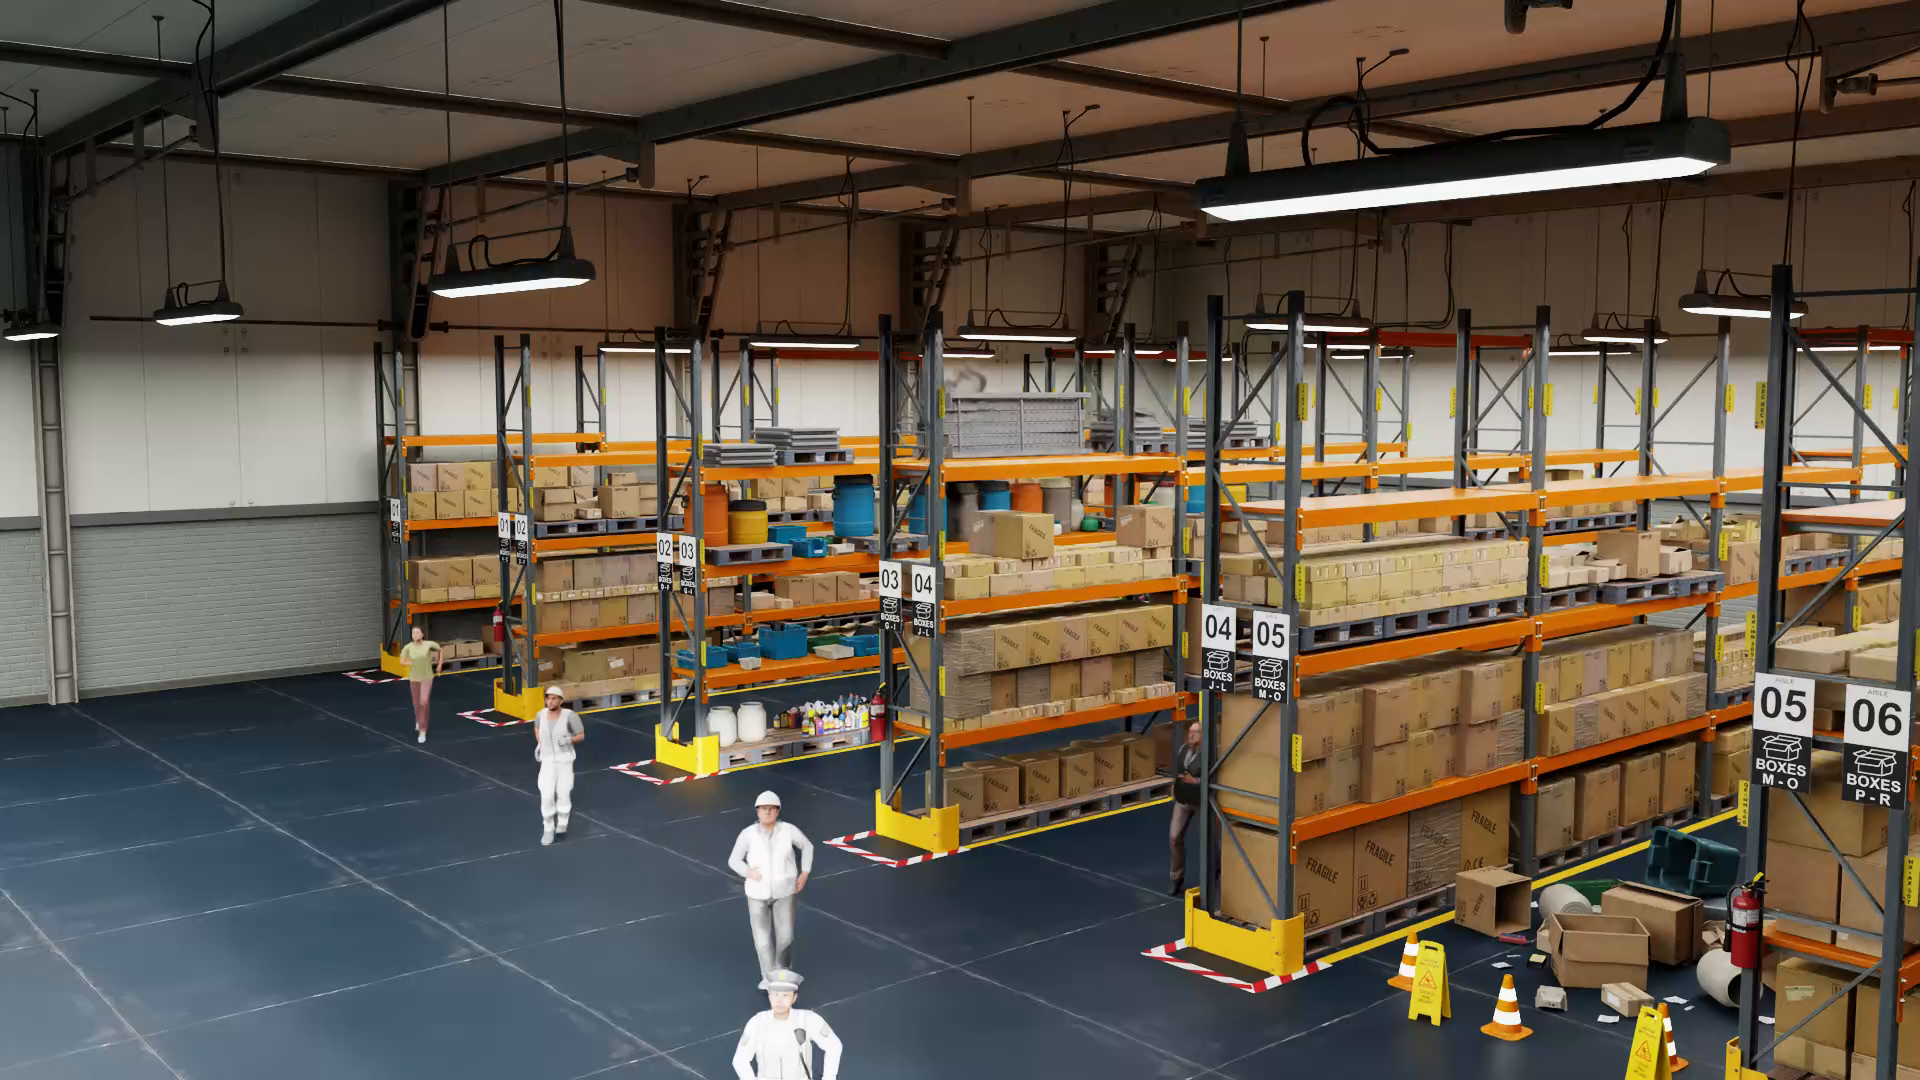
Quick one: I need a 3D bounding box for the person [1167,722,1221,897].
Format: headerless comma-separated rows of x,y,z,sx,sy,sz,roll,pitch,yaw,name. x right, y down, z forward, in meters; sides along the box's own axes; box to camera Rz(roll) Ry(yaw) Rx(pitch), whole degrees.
2.427,2.751,17.111,0.631,1.783,0.779,4,6,37,person

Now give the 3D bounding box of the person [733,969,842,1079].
-1.062,3.421,10.138,0.658,1.665,0.561,0,5,3,person

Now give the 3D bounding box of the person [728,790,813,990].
-1.598,3.004,14.075,0.717,1.765,0.615,-1,5,-6,person

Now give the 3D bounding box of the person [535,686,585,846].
-4.578,2.568,18.950,0.616,1.835,0.748,0,5,-2,person

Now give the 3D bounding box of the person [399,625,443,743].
-7.976,2.091,24.648,0.584,1.709,0.899,0,5,-5,person
